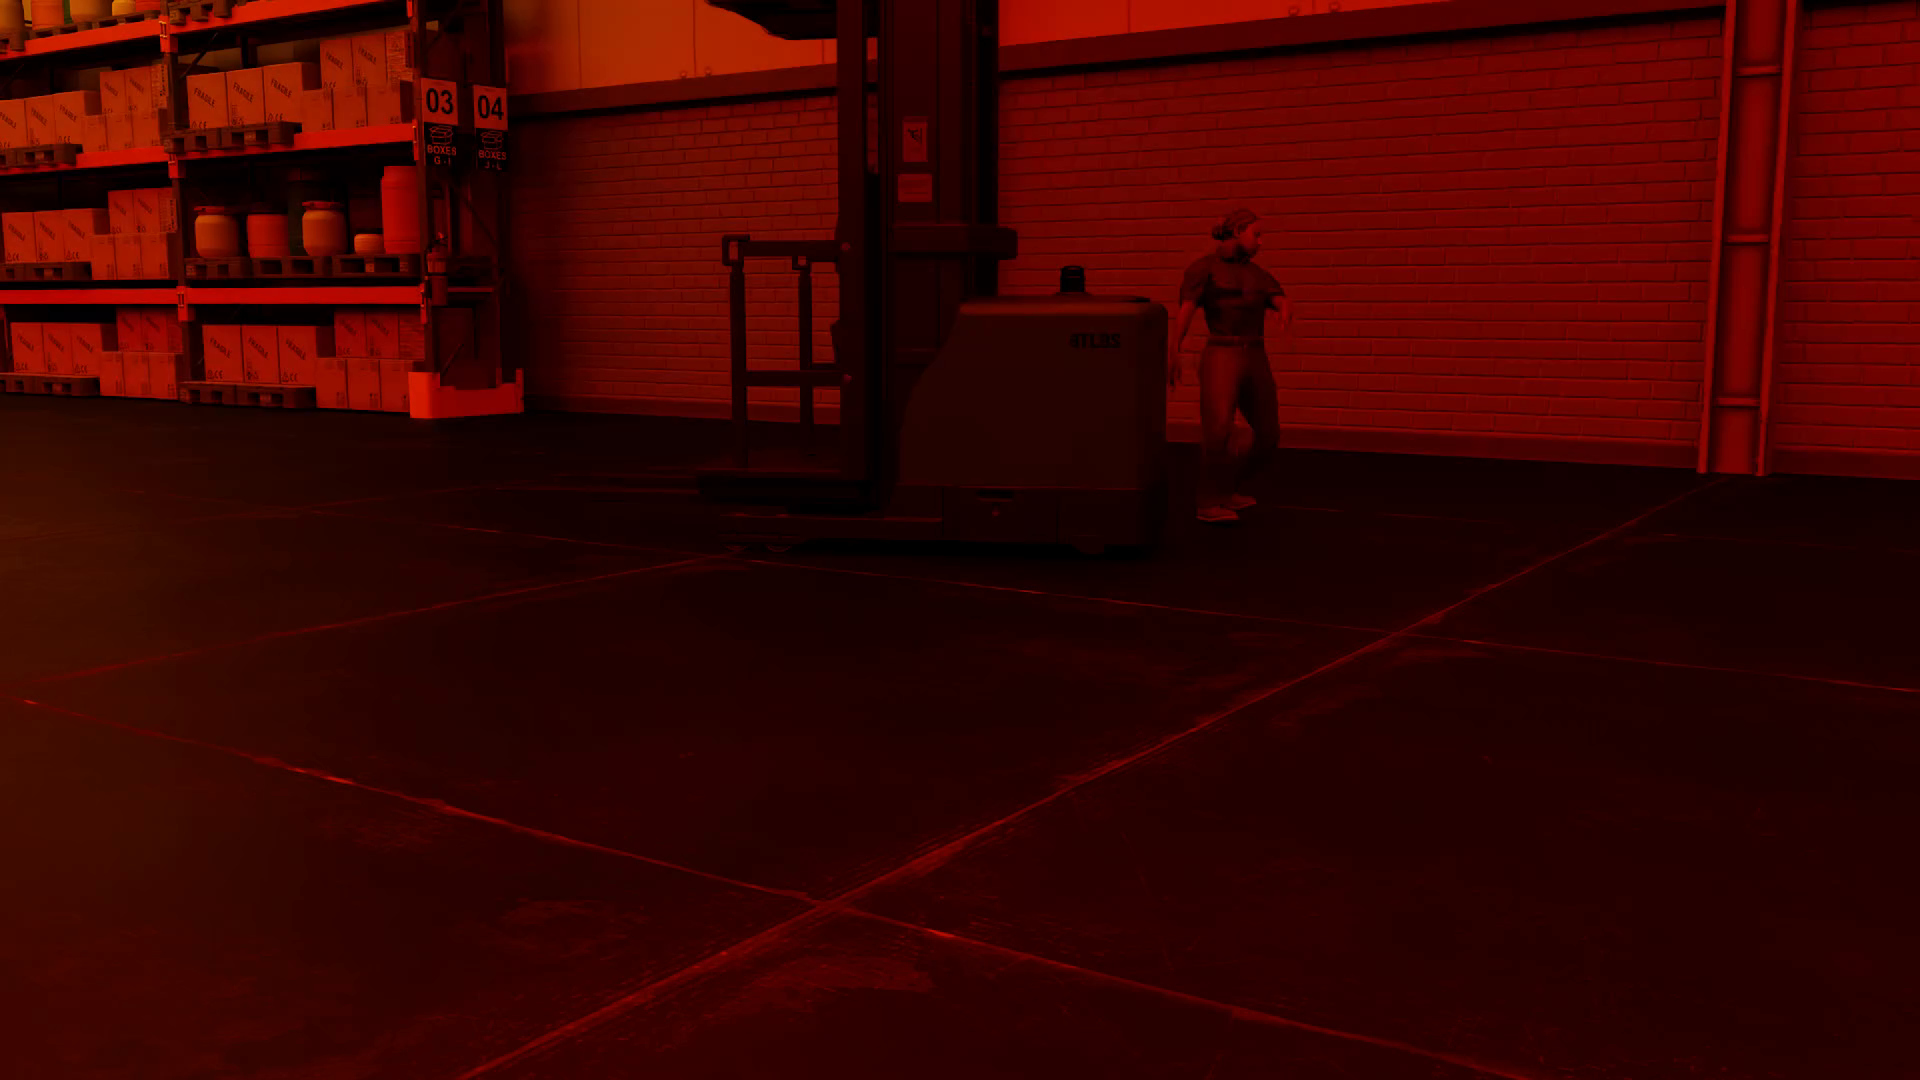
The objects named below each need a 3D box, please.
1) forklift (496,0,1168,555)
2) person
[{"bbox_3d":[-0.596,-1.469,7.520,3.031,2.935,1.130,2,8,12],"label":"forklift"},{"bbox_3d":[1.330,-0.860,8.171,0.728,1.531,0.822,-5,10,-34],"label":"person"}]
